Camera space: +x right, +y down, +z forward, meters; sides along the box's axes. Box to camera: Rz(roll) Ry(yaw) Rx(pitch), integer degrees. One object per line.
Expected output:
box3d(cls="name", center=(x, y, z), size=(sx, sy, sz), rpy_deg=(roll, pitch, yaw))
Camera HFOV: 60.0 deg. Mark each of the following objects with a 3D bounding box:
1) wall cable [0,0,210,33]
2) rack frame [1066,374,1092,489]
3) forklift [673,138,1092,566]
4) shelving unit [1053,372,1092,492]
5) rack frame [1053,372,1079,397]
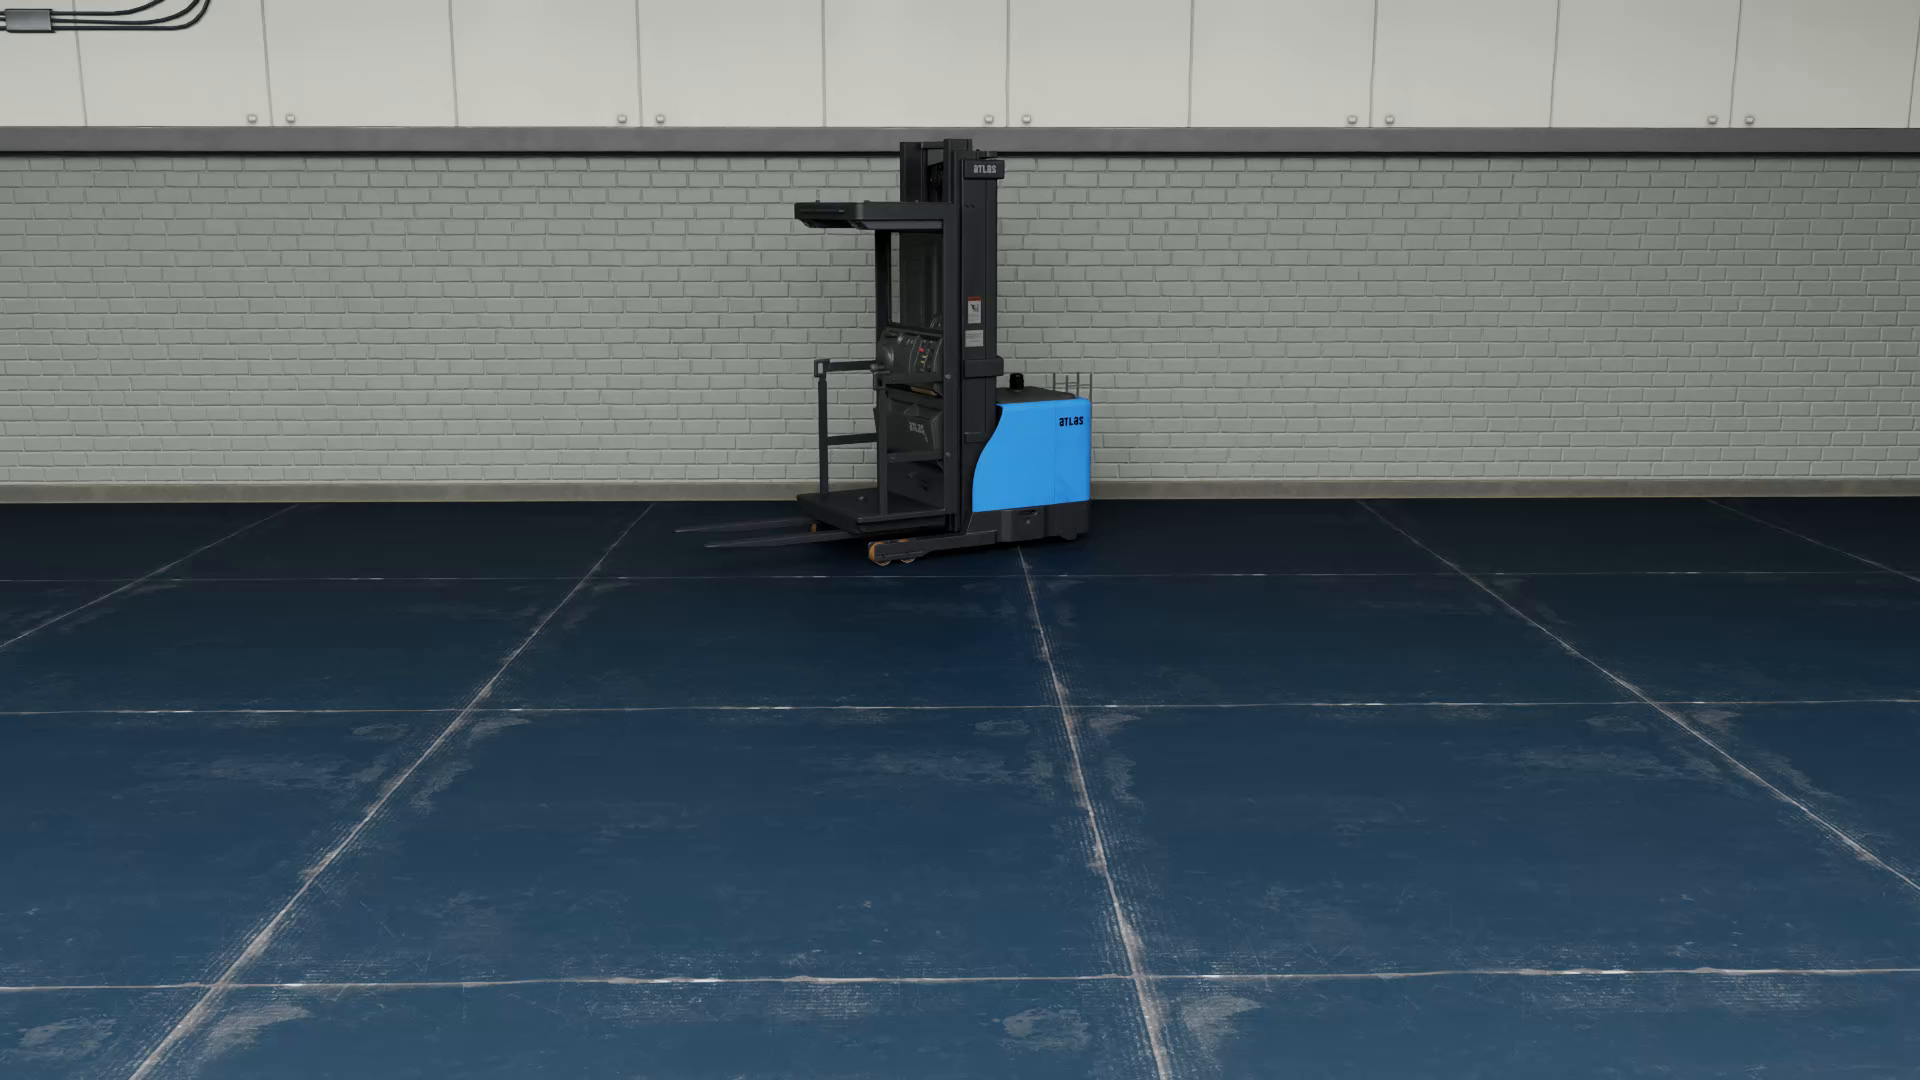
box3d(cls="wall cable", center=(-7.104, -6.383, 12.837), size=(2.305, 6.003, 0.169), rpy_deg=(0, 11, -1))
box3d(cls="rack frame", center=(0.916, -0.684, 12.912), size=(0.240, 1.200, 0.006), rpy_deg=(-6, 13, -28))
box3d(cls="forklift", center=(-0.549, -1.376, 11.969), size=(3.031, 2.935, 1.130), rpy_deg=(-6, 13, -28))
box3d(cls="shelving unit", center=(0.872, -0.700, 12.991), size=(0.258, 1.200, 0.189), rpy_deg=(-6, 13, -28))
box3d(cls="rack frame", center=(0.827, -0.716, 13.069), size=(0.240, 1.200, 0.006), rpy_deg=(-6, 13, -28))
